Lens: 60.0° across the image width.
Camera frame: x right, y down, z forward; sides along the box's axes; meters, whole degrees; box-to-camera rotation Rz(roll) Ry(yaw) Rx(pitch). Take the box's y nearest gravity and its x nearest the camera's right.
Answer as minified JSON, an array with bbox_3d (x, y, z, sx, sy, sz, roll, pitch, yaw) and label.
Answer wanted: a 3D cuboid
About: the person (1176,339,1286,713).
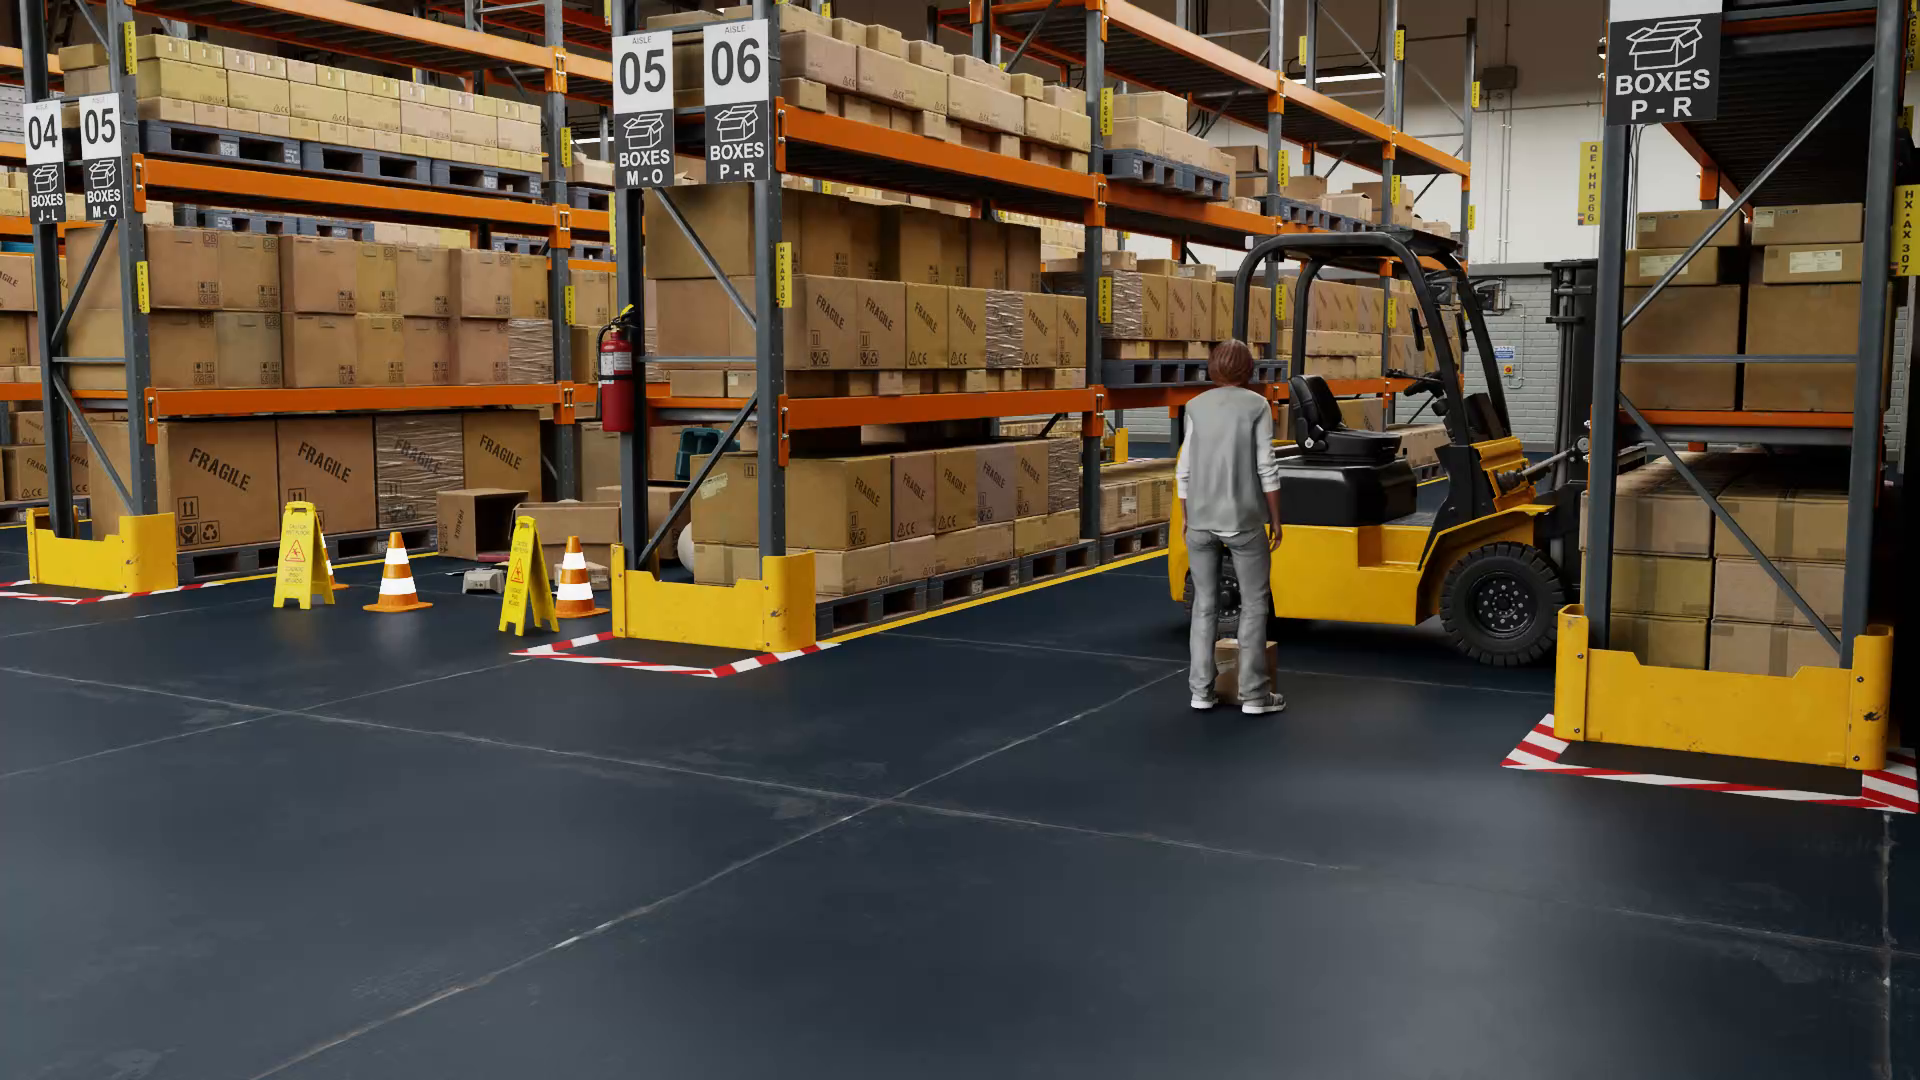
[{"bbox_3d":[1.149,-0.059,7.111,0.464,1.593,0.346,3,7,28],"label":"person"}]
